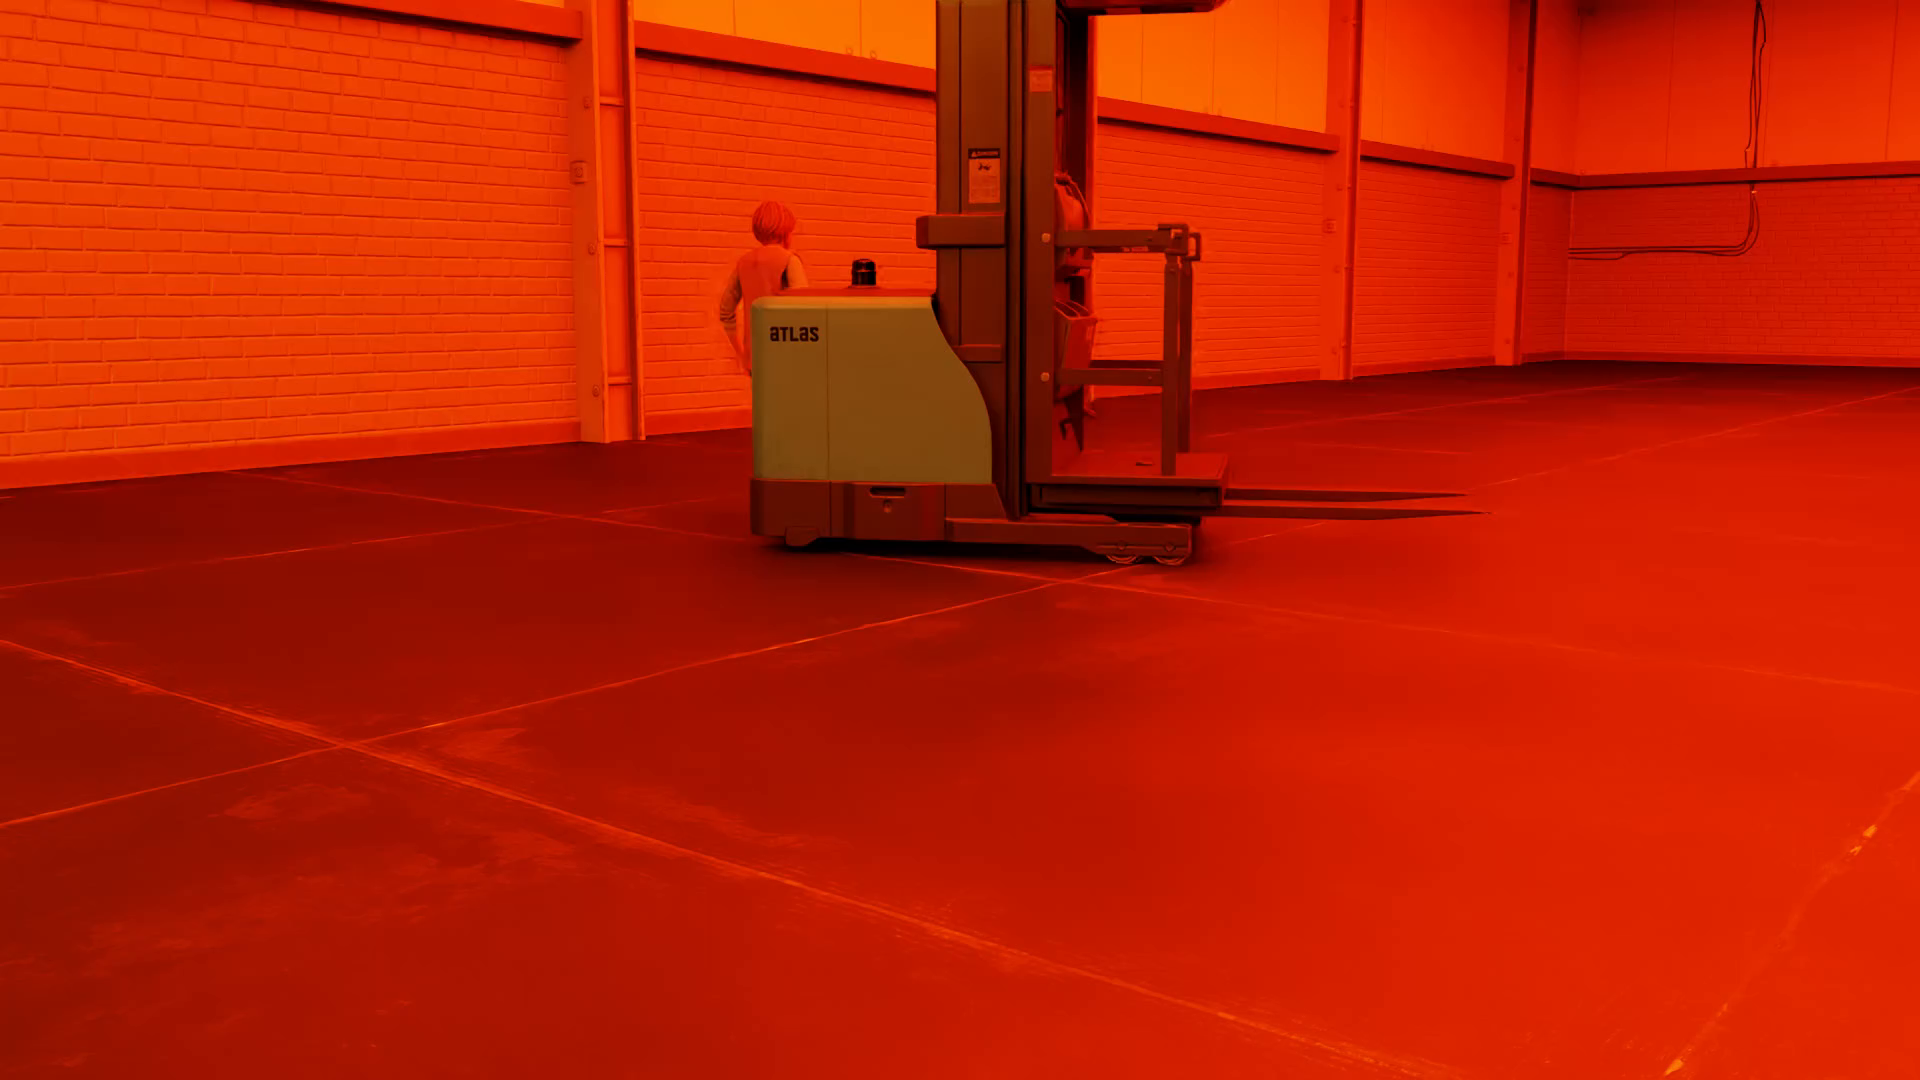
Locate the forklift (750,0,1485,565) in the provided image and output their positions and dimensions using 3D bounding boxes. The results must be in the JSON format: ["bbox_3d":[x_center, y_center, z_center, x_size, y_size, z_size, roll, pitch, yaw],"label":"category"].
[{"bbox_3d":[0.673,-1.431,7.063,3.031,2.935,1.130,2,8,11],"label":"forklift"}]

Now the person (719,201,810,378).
[{"bbox_3d":[-0.815,-0.867,8.111,0.693,1.545,0.454,8,11,42],"label":"person"}]
